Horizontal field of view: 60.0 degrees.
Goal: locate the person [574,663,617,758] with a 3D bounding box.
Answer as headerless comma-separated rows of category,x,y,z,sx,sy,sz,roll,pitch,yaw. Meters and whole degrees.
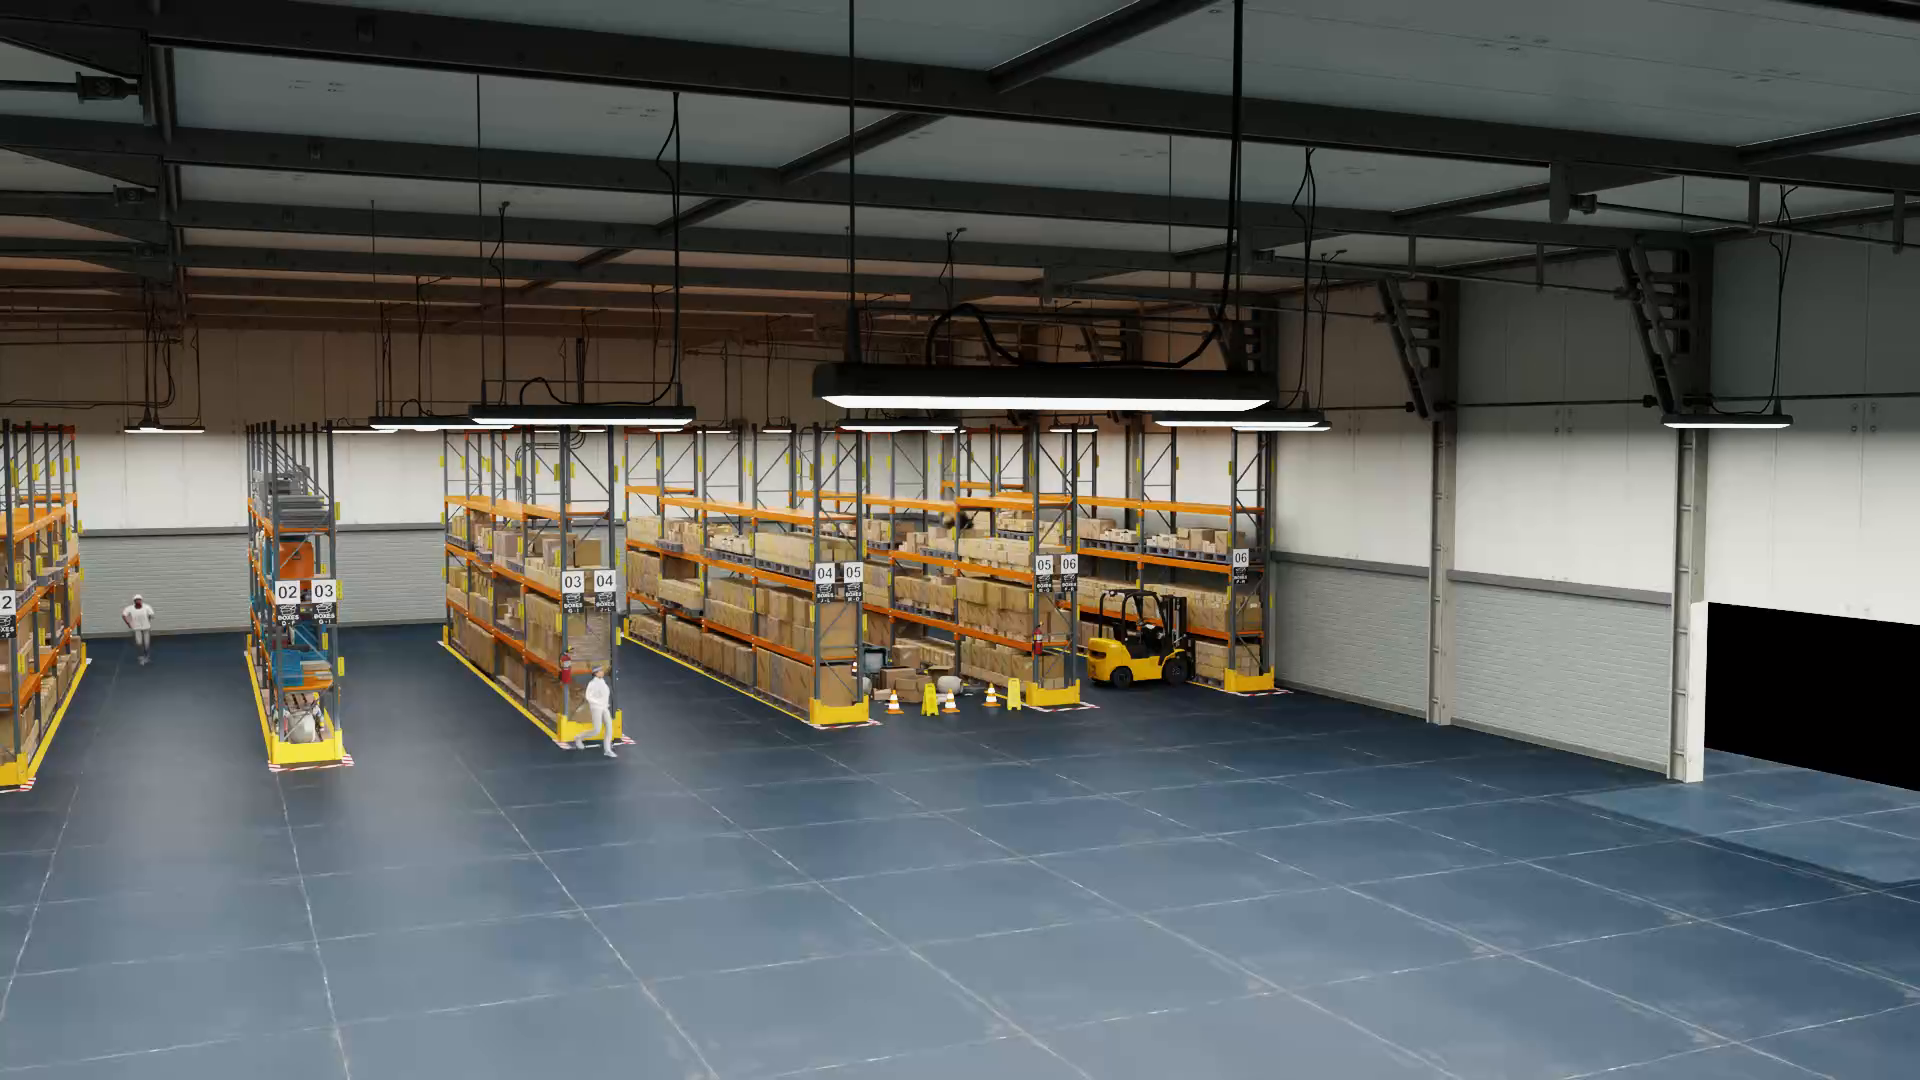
person,-6.484,3.036,29.753,0.861,1.686,0.642,1,4,19

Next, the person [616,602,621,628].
person,-9.205,2.191,43.848,0.550,1.601,0.871,-1,4,-22

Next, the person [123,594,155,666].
person,-20.516,2.265,41.608,0.699,1.819,0.729,-3,4,-35
